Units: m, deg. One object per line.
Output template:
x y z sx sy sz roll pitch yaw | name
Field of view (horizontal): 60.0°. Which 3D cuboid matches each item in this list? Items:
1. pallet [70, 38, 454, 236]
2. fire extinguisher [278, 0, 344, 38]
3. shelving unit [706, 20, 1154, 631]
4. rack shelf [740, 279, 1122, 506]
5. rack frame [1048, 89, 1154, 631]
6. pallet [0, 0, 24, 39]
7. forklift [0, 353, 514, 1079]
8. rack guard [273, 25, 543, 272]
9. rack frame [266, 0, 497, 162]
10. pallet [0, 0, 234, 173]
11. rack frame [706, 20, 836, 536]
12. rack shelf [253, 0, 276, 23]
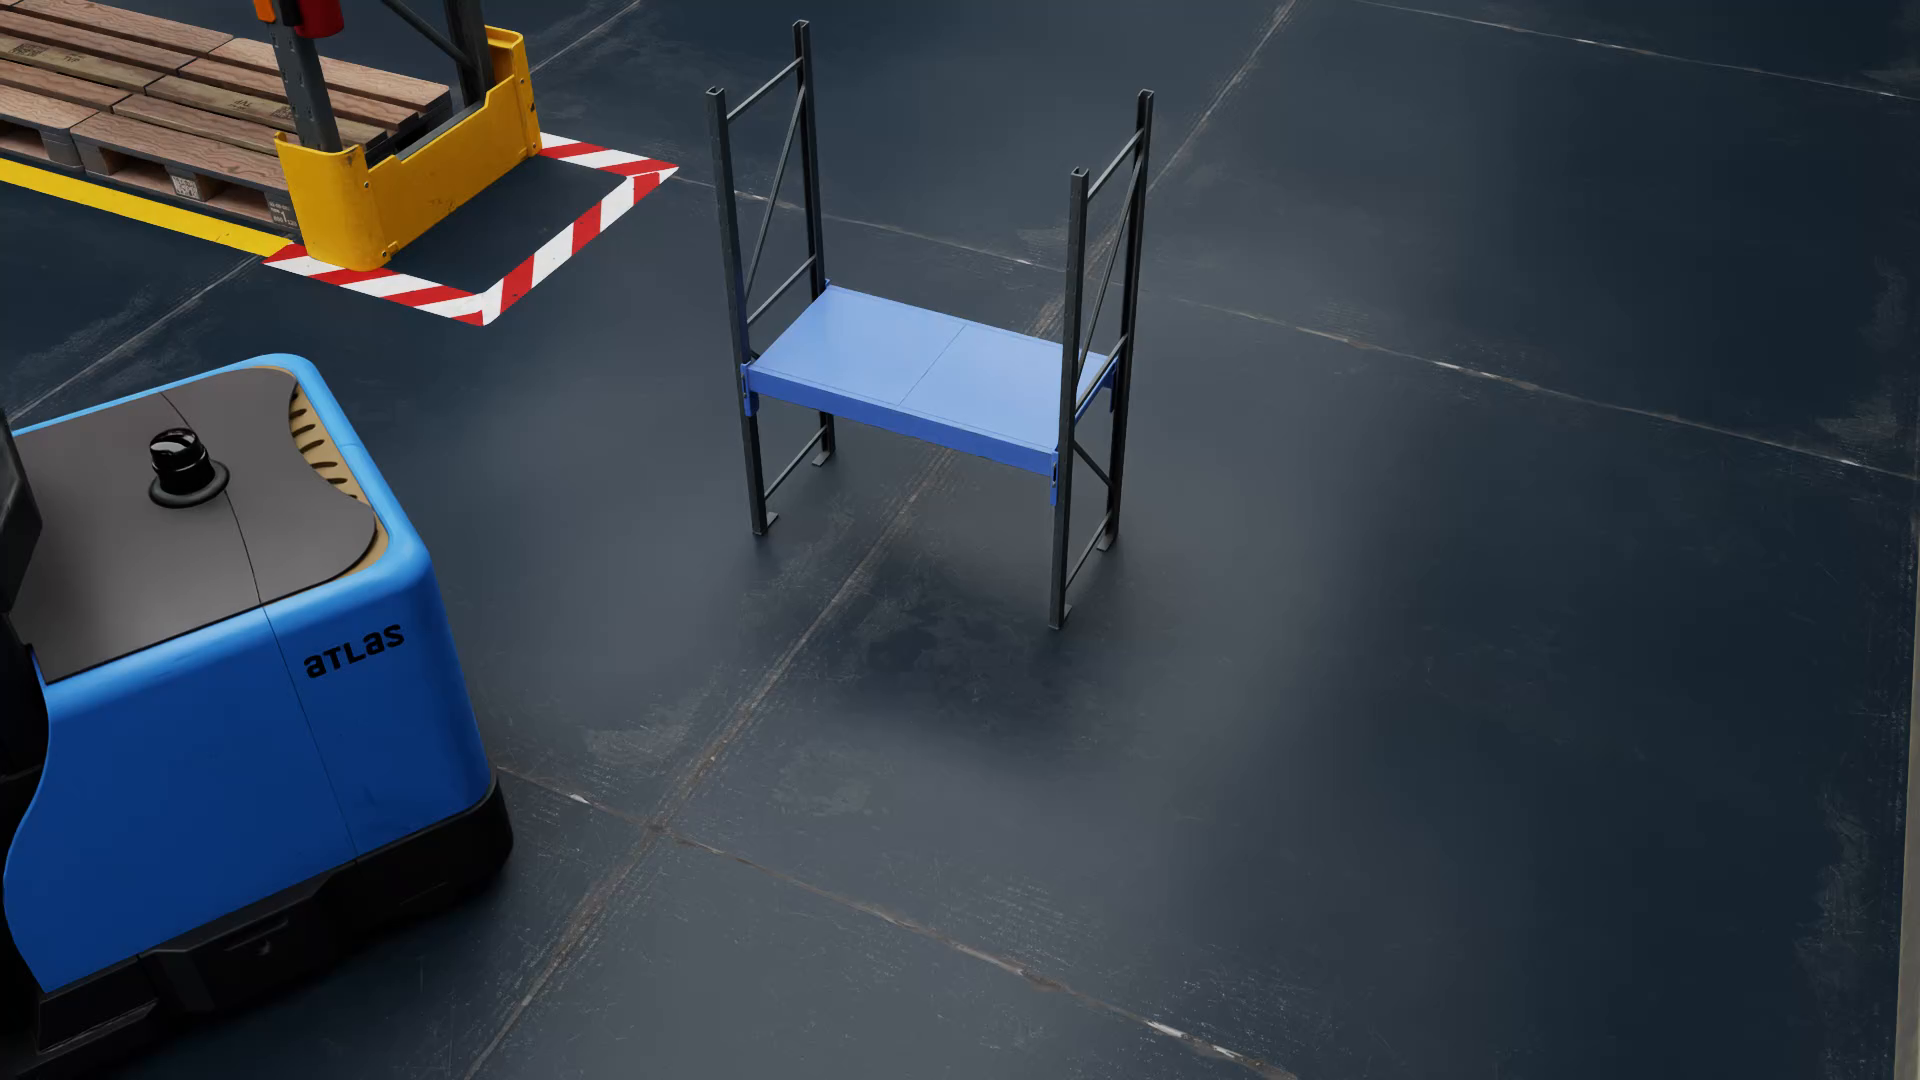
-2.950 -1.750 7.108 1.213 0.211 1.003 17 44 19 | pallet
-2.275 -2.071 5.692 0.183 0.674 0.296 17 44 19 | fire extinguisher
-0.077 -0.590 4.786 1.048 1.500 0.538 17 44 19 | shelving unit
-0.077 -0.454 4.904 1.000 0.185 0.538 17 44 19 | rack shelf
0.383 -0.450 4.624 0.032 1.500 0.500 17 44 19 | rack frame
-5.161 -2.426 7.887 1.213 0.211 1.003 17 44 19 | pallet
-2.655 -0.001 3.013 3.031 2.935 1.130 -23 46 -24 | forklift
-2.192 -1.609 6.724 0.348 0.500 1.175 17 44 19 | rack guard
-2.219 -2.552 5.904 0.127 3.000 1.000 17 44 19 | rack frame
-4.052 -2.089 7.498 1.213 0.211 1.003 17 44 19 | pallet
-0.538 -0.731 4.948 0.032 1.500 0.500 17 44 19 | rack frame
-4.032 -2.834 6.779 4.000 0.370 1.077 17 44 19 | rack shelf
